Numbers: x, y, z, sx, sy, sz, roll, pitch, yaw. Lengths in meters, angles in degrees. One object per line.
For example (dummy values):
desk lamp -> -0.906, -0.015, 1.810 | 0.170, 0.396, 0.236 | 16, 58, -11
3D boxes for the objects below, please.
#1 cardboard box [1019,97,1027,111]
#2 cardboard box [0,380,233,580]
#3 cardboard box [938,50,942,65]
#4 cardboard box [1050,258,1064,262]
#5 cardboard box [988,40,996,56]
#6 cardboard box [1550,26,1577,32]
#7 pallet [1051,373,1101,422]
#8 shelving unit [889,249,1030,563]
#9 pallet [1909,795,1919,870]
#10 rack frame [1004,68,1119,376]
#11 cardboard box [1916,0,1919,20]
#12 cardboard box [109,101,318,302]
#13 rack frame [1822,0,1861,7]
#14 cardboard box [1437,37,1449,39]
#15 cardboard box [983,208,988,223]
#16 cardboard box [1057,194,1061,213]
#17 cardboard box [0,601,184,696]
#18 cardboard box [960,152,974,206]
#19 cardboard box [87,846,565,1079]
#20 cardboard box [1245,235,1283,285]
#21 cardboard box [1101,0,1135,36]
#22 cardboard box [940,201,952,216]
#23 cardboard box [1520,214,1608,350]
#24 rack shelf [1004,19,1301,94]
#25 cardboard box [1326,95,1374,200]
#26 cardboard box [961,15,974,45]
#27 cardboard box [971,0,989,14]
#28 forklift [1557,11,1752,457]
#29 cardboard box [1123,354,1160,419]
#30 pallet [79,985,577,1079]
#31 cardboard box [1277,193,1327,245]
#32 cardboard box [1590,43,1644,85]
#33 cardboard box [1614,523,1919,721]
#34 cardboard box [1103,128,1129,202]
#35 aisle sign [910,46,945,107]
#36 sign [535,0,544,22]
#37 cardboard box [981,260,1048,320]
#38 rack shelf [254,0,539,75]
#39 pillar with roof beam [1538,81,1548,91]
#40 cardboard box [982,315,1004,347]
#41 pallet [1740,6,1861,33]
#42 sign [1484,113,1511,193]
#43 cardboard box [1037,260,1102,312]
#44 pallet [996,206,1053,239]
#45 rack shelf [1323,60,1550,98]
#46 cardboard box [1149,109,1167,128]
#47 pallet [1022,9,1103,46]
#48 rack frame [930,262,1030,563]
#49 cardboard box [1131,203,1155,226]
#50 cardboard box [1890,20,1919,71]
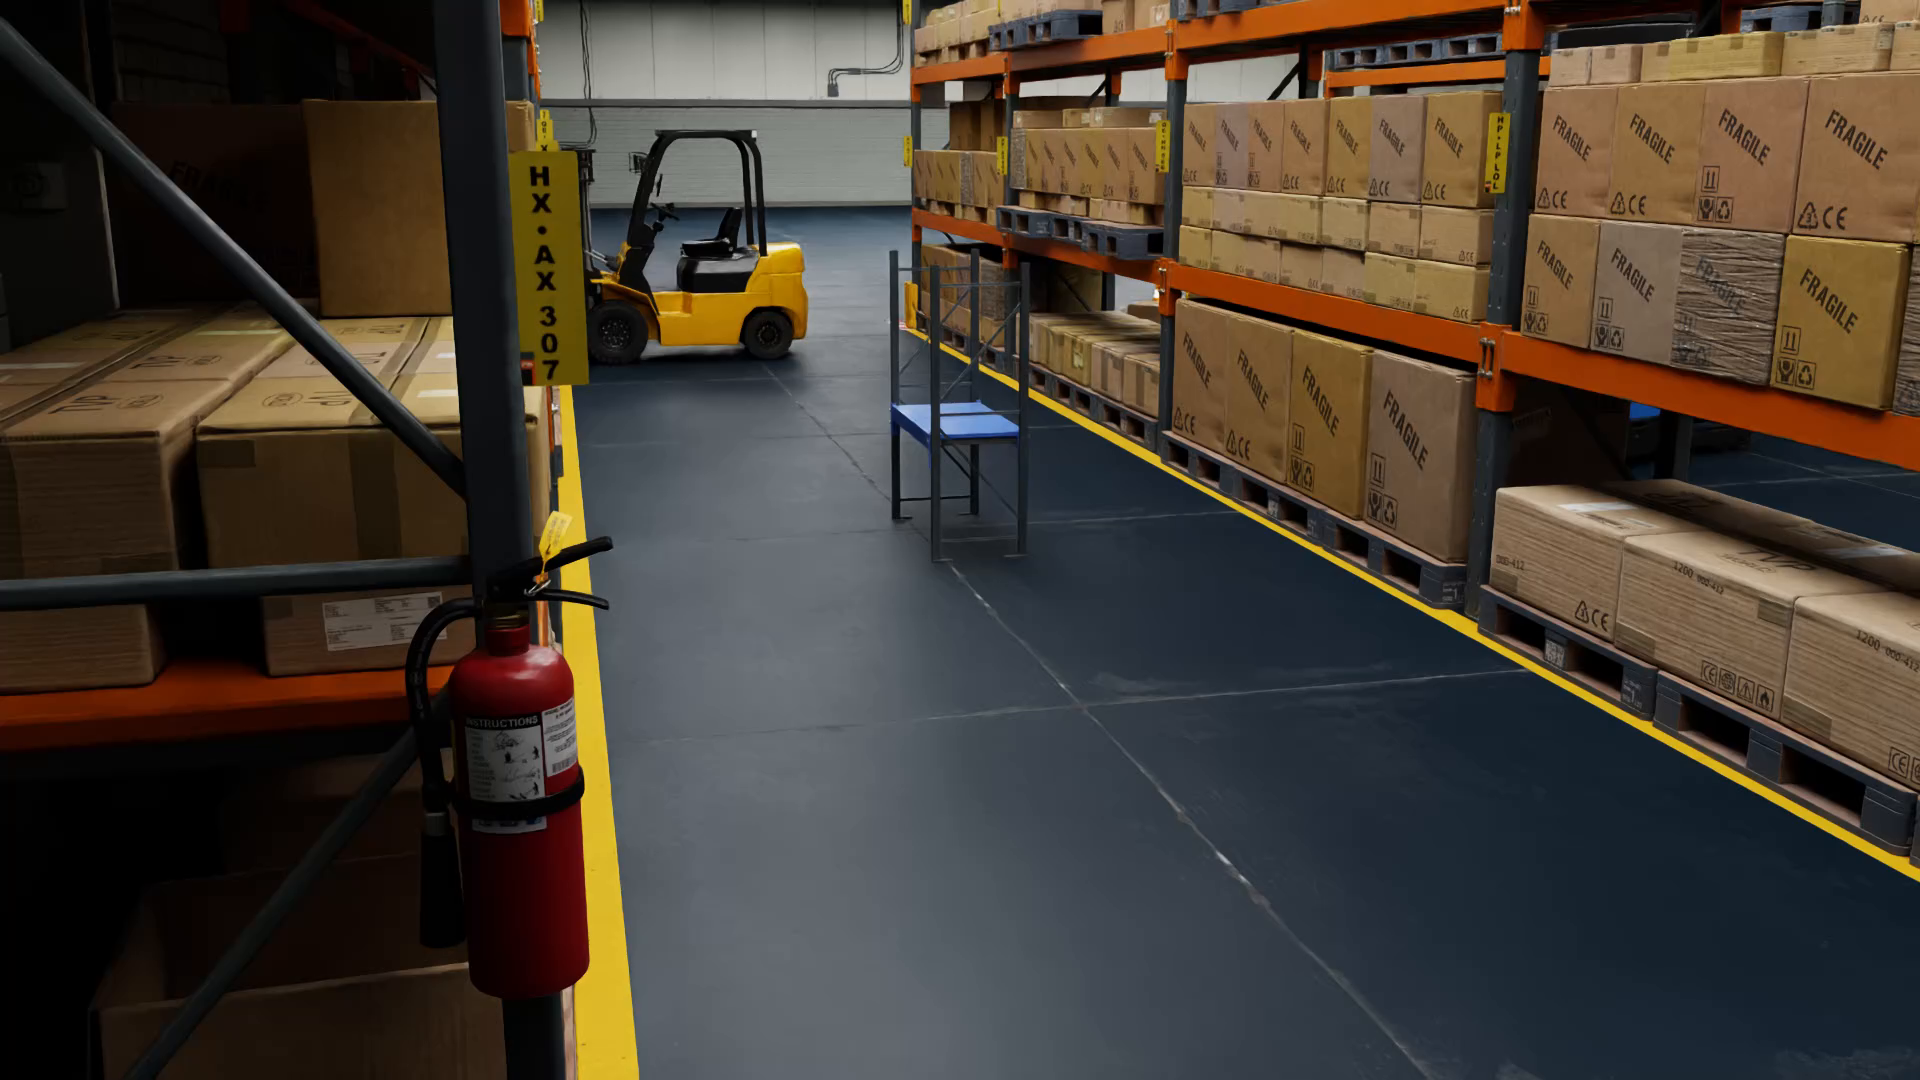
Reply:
cardboard box -> 0.908, -3.885, 15.563 | 0.700, 0.500, 0.500 | -3, 14, -13
cardboard box -> -1.473, -0.090, 2.666 | 0.500, 0.250, 0.500 | -3, 14, -12
cardboard box -> -0.018, -4.962, 17.126 | 0.380, 0.149, 0.250 | -3, 14, -14
cardboard box -> 1.052, -2.704, 15.637 | 0.380, 0.149, 0.250 | -3, 14, -12
cardboard box -> 0.471, -4.485, 15.173 | 0.380, 0.149, 0.250 | -3, 14, -13
cardboard box -> 5.932, -4.963, 16.034 | 0.380, 0.149, 0.250 | -4, 14, -14
pallet -> 1.373, -1.157, 13.218 | 1.003, 0.211, 1.213 | -3, 14, -13
shelving unit -> -0.020, -0.748, 8.830 | 0.538, 1.500, 1.048 | -3, 14, -13
pallet -> 3.454, 0.970, 4.513 | 1.003, 0.211, 1.213 | -3, 14, -13
rack frame -> 0.899, -2.973, 14.776 | 1.000, 3.000, 0.127 | -3, 14, -13
cardboard box -> 6.626, -3.594, 10.786 | 0.500, 0.500, 0.500 | -3, 14, -13
cardboard box -> -1.955, -0.928, 4.513 | 0.500, 0.500, 0.500 | -4, 14, -15
rack frame -> 6.626, -5.264, 11.512 | 1.000, 3.000, 0.127 | -3, 14, -13
cardboard box -> 5.052, -5.161, 16.843 | 0.380, 0.149, 0.250 | -3, 14, -12
cardboard box -> 0.432, -3.088, 15.776 | 0.380, 0.149, 0.250 | -3, 14, -14
cardboard box -> 0.989, -2.672, 13.188 | 0.380, 0.149, 0.250 | -3, 14, -13
cardboard box -> -1.445, 0.133, 2.591 | 0.380, 0.149, 0.250 | -3, 14, -14
cardboard box -> 0.299, -3.493, 16.065 | 0.500, 0.500, 0.500 | -3, 14, -12
cardboard box -> -1.158, 0.935, 3.155 | 0.797, 0.503, 0.637 | -4, 14, -15
cardboard box -> 1.964, -1.612, 9.520 | 0.500, 0.250, 0.500 | -3, 14, -11
cardboard box -> 1.453, -3.908, 12.065 | 0.797, 0.503, 0.637 | -3, 14, -13
cardboard box -> 0.003, -3.442, 17.224 | 0.380, 0.149, 0.250 | -3, 14, -12
cardboard box -> 2.634, -1.053, 6.708 | 0.500, 0.500, 0.500 | -3, 14, -11
rack shelf -> 1.369, -3.619, 12.617 | 1.077, 0.370, 4.000 | -3, 14, -13
cardboard box -> 2.200, -1.988, 8.426 | 0.500, 0.500, 0.500 | -3, 14, -11
cardboard box -> 0.308, -4.824, 15.720 | 0.500, 0.250, 0.500 | -4, 14, -14
cardboard box -> 0.314, -4.930, 15.314 | 0.380, 0.149, 0.250 | -3, 14, -12
forklift -> 4.876, -2.124, 11.444 | 3.031, 2.935, 1.130 | -8, 16, -30
cardboard box -> 1.716, -1.109, 11.797 | 0.950, 0.372, 0.625 | -4, 14, -17
pallet -> -1.313, 1.226, 3.465 | 1.003, 0.211, 1.213 | -3, 14, -13
cardboard box -> 2.049, -1.737, 8.979 | 0.500, 0.250, 0.500 | -3, 14, -12
cardboard box -> 2.676, -1.832, 6.419 | 0.380, 0.149, 0.250 | -3, 14, -12
cardboard box -> 3.032, 0.270, 6.014 | 0.875, 0.438, 0.875 | -4, 14, -15
cardboard box -> 1.330, -2.656, 11.754 | 0.500, 0.500, 0.500 | -4, 14, -14
aisle sign -> -0.356, -5.156, 18.233 | 0.394, 0.787, 0.004 | -3, 14, -13
sign -> -4.334, -5.494, 17.076 | 0.100, 0.325, 0.005 | -3, 14, -13
cardboard box -> 0.499, -2.327, 15.461 | 0.500, 0.500, 0.500 | -3, 14, -14
rack shelf -> -2.516, -2.419, 7.704 | 1.077, 0.370, 4.000 | -3, 14, -13
pillar with roof beam -> 13.812, -14.758, 50.375 | 9.100, 9.000, 0.548 | -3, 14, -13
cardboard box -> 0.499, -1.963, 15.550 | 0.500, 0.250, 0.500 | -3, 14, -11
pallet -> 6.424, -3.861, 12.486 | 1.213, 0.211, 1.003 | -3, 14, -11
sign -> 2.253, -1.619, 6.961 | 0.100, 0.325, 0.005 | -3, 14, -13
cardboard box -> 1.023, -2.357, 15.583 | 0.500, 0.500, 0.500 | -3, 14, -11
pallet -> 0.937, -2.696, 14.044 | 1.003, 0.211, 1.213 | -3, 14, -13
rack shelf -> 5.217, -4.841, 17.619 | 1.077, 0.370, 4.000 | -3, 14, -13
cardboard box -> 1.489, -3.371, 13.317 | 0.380, 0.149, 0.250 | -4, 14, -16
pallet -> 1.187, -3.952, 12.857 | 1.213, 0.211, 1.003 | -3, 14, -13
rack frame -> 0.099, -0.631, 8.350 | 0.500, 1.500, 0.032 | -3, 14, -13
cardboard box -> 1.400, -2.253, 11.472 | 0.380, 0.149, 0.250 | -3, 14, -12
cardboard box -> 3.042, -1.479, 4.975 | 0.380, 0.149, 0.250 | -3, 14, -11
